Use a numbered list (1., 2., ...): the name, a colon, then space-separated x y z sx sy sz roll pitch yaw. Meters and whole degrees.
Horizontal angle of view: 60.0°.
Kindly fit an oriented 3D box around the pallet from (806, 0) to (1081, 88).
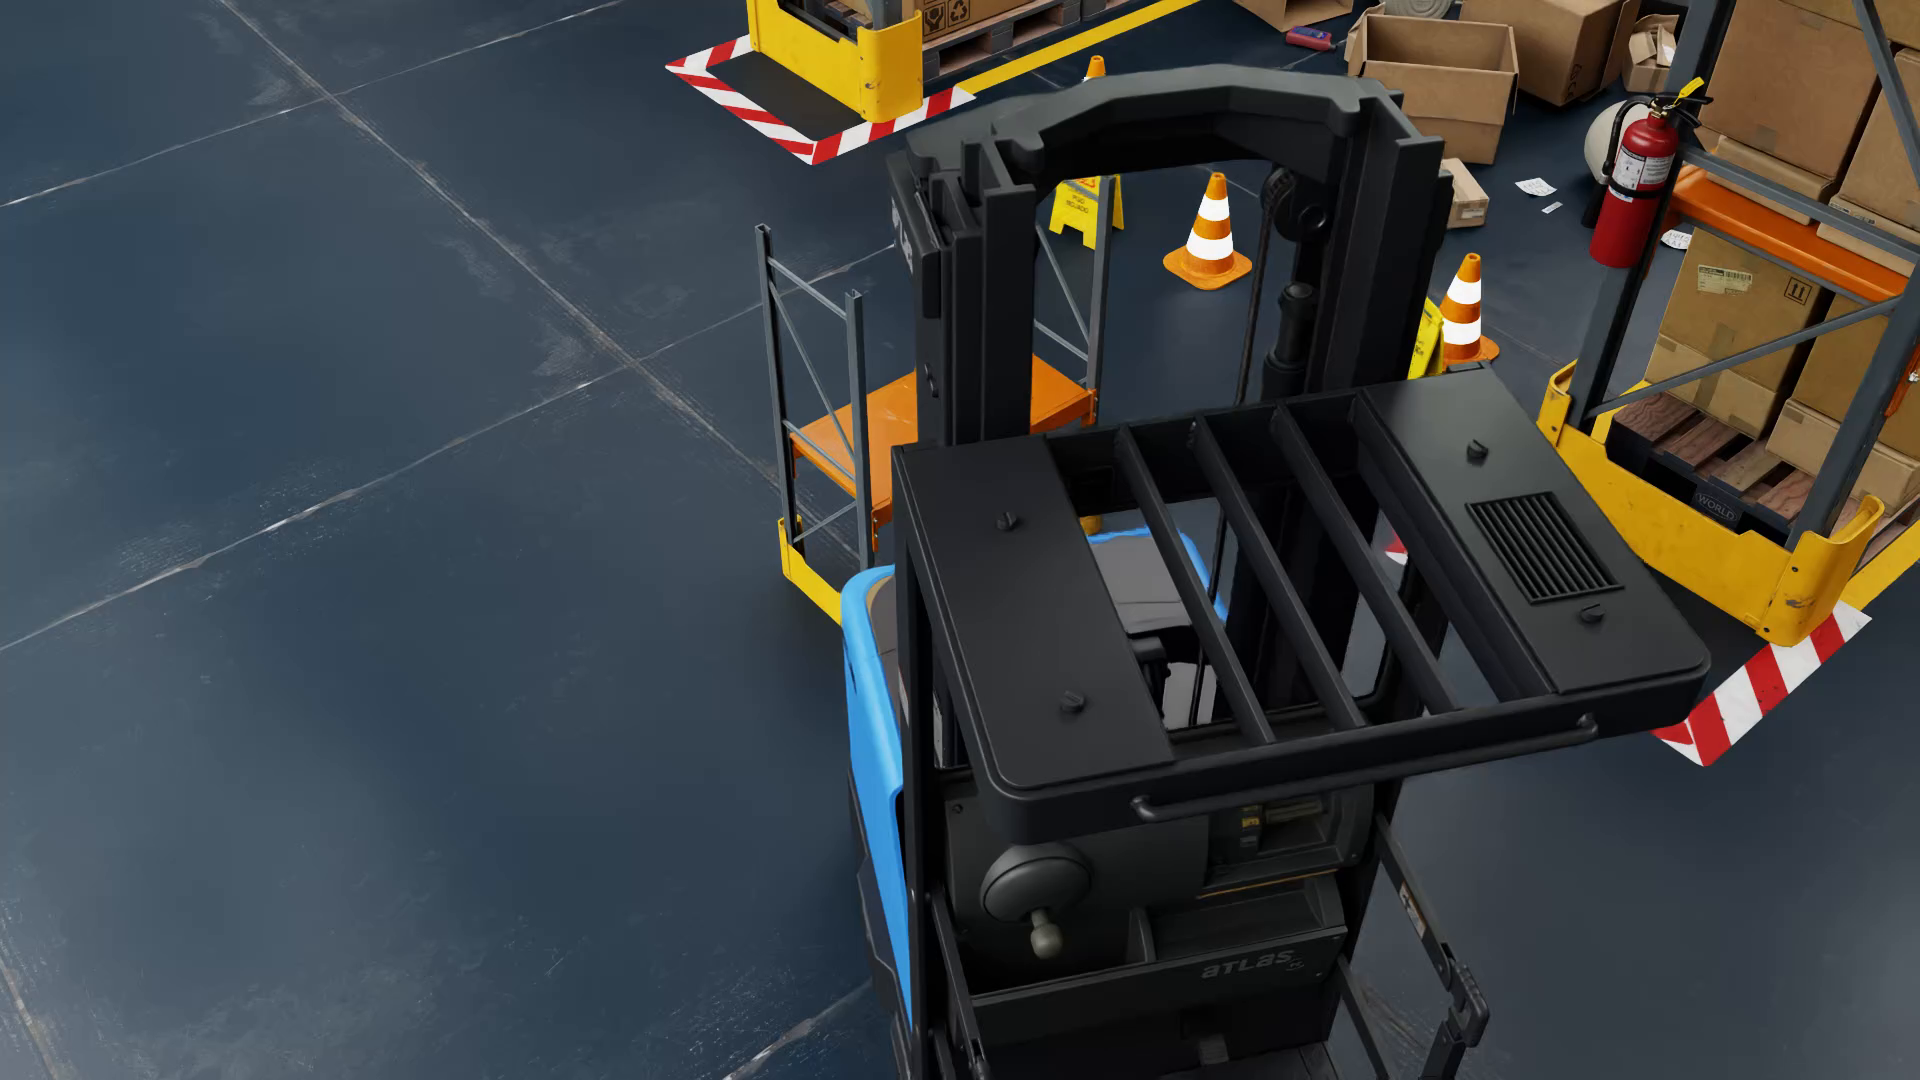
1. pallet: -0.090 -2.978 9.267 1.213 0.211 1.003 -30 51 -28

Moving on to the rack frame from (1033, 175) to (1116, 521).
1. rack frame: 0.324 -0.733 5.934 0.032 1.500 0.500 -30 51 -28

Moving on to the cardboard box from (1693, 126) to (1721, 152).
1. cardboard box: 3.973 -2.138 8.159 0.500 0.500 0.500 0 43 0

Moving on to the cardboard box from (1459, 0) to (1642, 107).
1. cardboard box: 3.035 -2.703 8.661 0.503 0.637 0.797 -30 51 -28

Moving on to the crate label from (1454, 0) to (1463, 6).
1. crate label: 2.930 -3.180 9.536 0.298 0.136 0.250 7 44 7

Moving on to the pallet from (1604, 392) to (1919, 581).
1. pallet: 3.304 -0.402 6.524 1.213 0.211 1.003 -30 51 -28

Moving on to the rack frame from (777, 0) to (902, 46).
1. rack frame: -0.654 -3.602 7.894 0.127 3.000 1.000 -30 51 -28

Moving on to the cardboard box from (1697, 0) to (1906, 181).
1. cardboard box: 2.839 -1.575 5.446 0.500 0.500 0.500 -31 51 -29

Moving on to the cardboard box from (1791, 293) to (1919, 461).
1. cardboard box: 3.414 -0.691 5.949 0.500 0.500 0.500 -32 52 -29

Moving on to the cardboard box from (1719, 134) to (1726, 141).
1. cardboard box: 2.873 -1.402 5.735 0.250 0.149 0.380 -30 51 -28

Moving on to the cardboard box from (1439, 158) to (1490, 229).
1. cardboard box: 2.309 -1.644 7.892 0.250 0.149 0.380 -7 44 -7

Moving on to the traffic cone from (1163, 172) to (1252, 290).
1. traffic cone: 1.129 -1.422 7.426 0.334 0.463 0.336 -30 51 -28

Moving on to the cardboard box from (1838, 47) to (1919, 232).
1. cardboard box: 3.141 -1.254 5.104 0.500 0.500 0.500 -31 51 -28

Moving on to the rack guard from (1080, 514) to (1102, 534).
1. rack guard: 0.324 -0.276 6.362 0.087 0.250 0.587 -30 51 -28

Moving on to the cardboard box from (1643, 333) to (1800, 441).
1. cardboard box: 3.066 -0.705 6.511 0.500 0.250 0.500 -30 51 -28

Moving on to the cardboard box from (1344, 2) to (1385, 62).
1. cardboard box: 2.278 -2.640 8.867 0.258 0.266 0.396 -21 47 -21

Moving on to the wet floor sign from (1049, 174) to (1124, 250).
1. wet floor sign: 0.595 -1.691 7.580 0.267 0.644 0.232 30 51 28

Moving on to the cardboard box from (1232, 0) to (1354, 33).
1. cardboard box: 1.882 -3.228 9.320 0.500 0.500 0.500 -21 47 -21

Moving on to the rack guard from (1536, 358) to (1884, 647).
1. rack guard: 2.658 -0.169 6.065 0.348 0.500 1.175 -30 51 -28

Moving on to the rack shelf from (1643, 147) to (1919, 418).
1. rack shelf: 4.134 -1.663 6.355 4.000 0.370 1.077 -30 51 -28

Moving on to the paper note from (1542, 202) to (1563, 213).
1. paper note: 2.826 -1.586 7.932 0.123 0.001 0.032 -30 51 -28

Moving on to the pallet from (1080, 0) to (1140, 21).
1. pallet: 0.845 -3.511 9.834 1.213 0.211 1.003 -30 51 -28

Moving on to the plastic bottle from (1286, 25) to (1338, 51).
1. plastic bottle: 1.947 -2.750 9.133 0.283 0.061 0.133 22 47 21

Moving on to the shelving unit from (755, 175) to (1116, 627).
1. shelving unit: -0.058 -0.513 5.701 1.083 1.500 0.587 -30 51 -28

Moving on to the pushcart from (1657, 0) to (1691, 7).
1. pushcart: 4.167 -3.023 9.194 1.648 0.377 0.936 22 47 21

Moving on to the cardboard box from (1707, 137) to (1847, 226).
1. cardboard box: 2.749 -1.232 5.554 0.250 0.149 0.380 -28 50 -27

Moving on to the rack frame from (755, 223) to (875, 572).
1. rack frame: -0.455 -0.286 5.459 0.032 1.500 0.500 -30 51 -28

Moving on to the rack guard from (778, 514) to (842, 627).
1. rack guard: -0.440 0.161 5.896 0.087 0.250 0.587 -30 51 -28

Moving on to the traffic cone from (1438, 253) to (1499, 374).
1. traffic cone: 2.102 -0.989 6.965 0.334 0.463 0.336 -30 51 -28

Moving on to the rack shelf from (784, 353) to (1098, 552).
1. rack shelf: -0.065 -0.378 5.820 1.000 0.185 0.538 -30 51 -28

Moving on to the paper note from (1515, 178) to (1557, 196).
1. paper note: 2.796 -1.715 8.063 0.142 0.019 0.148 -14 45 -14

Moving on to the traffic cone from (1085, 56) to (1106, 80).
1. traffic cone: 0.665 -2.165 8.217 0.334 0.463 0.336 -30 51 -28

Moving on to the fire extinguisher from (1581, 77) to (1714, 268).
1. fire extinguisher: 2.216 -1.211 5.404 0.183 0.674 0.296 -30 51 -28

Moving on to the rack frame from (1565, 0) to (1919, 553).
1. rack frame: 2.600 -1.047 5.174 0.127 3.000 1.000 -30 51 -28

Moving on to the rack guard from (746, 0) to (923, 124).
1. rack guard: -0.672 -2.680 8.739 0.348 0.500 1.175 -30 51 -28

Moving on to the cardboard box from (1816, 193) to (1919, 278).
1. cardboard box: 2.993 -0.996 5.303 0.250 0.149 0.380 -30 51 -28

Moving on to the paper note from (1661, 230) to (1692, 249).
1. paper note: 3.337 -1.400 7.718 0.142 0.019 0.148 22 47 21

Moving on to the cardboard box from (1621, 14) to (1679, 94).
1. cardboard box: 3.666 -2.577 8.800 0.258 0.266 0.396 7 44 7

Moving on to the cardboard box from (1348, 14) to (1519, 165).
1. cardboard box: 2.323 -2.238 8.265 0.797 0.503 0.637 7 44 7

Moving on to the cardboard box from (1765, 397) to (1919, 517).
1. cardboard box: 3.396 -0.407 6.194 0.500 0.250 0.500 -30 51 -28

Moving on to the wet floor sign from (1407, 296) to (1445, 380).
1. wet floor sign: 1.768 -0.667 6.489 0.232 0.644 0.267 -14 45 -14

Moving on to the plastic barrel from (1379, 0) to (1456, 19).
1. plastic barrel: 2.529 -3.116 9.259 0.421 0.421 0.512 0 43 0

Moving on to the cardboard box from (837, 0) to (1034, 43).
1. cardboard box: -0.176 -3.313 8.832 0.875 0.875 0.875 -29 51 -28

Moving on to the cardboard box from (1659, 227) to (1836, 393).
1. cardboard box: 3.047 -0.960 6.235 0.500 0.500 0.500 -29 51 -28

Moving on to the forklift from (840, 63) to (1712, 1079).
1. forklift: 0.479 0.713 3.350 1.130 2.935 3.031 -9 44 -9

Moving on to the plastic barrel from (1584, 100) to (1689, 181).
1. plastic barrel: 3.213 -1.810 7.868 0.421 0.421 0.512 0 43 0
